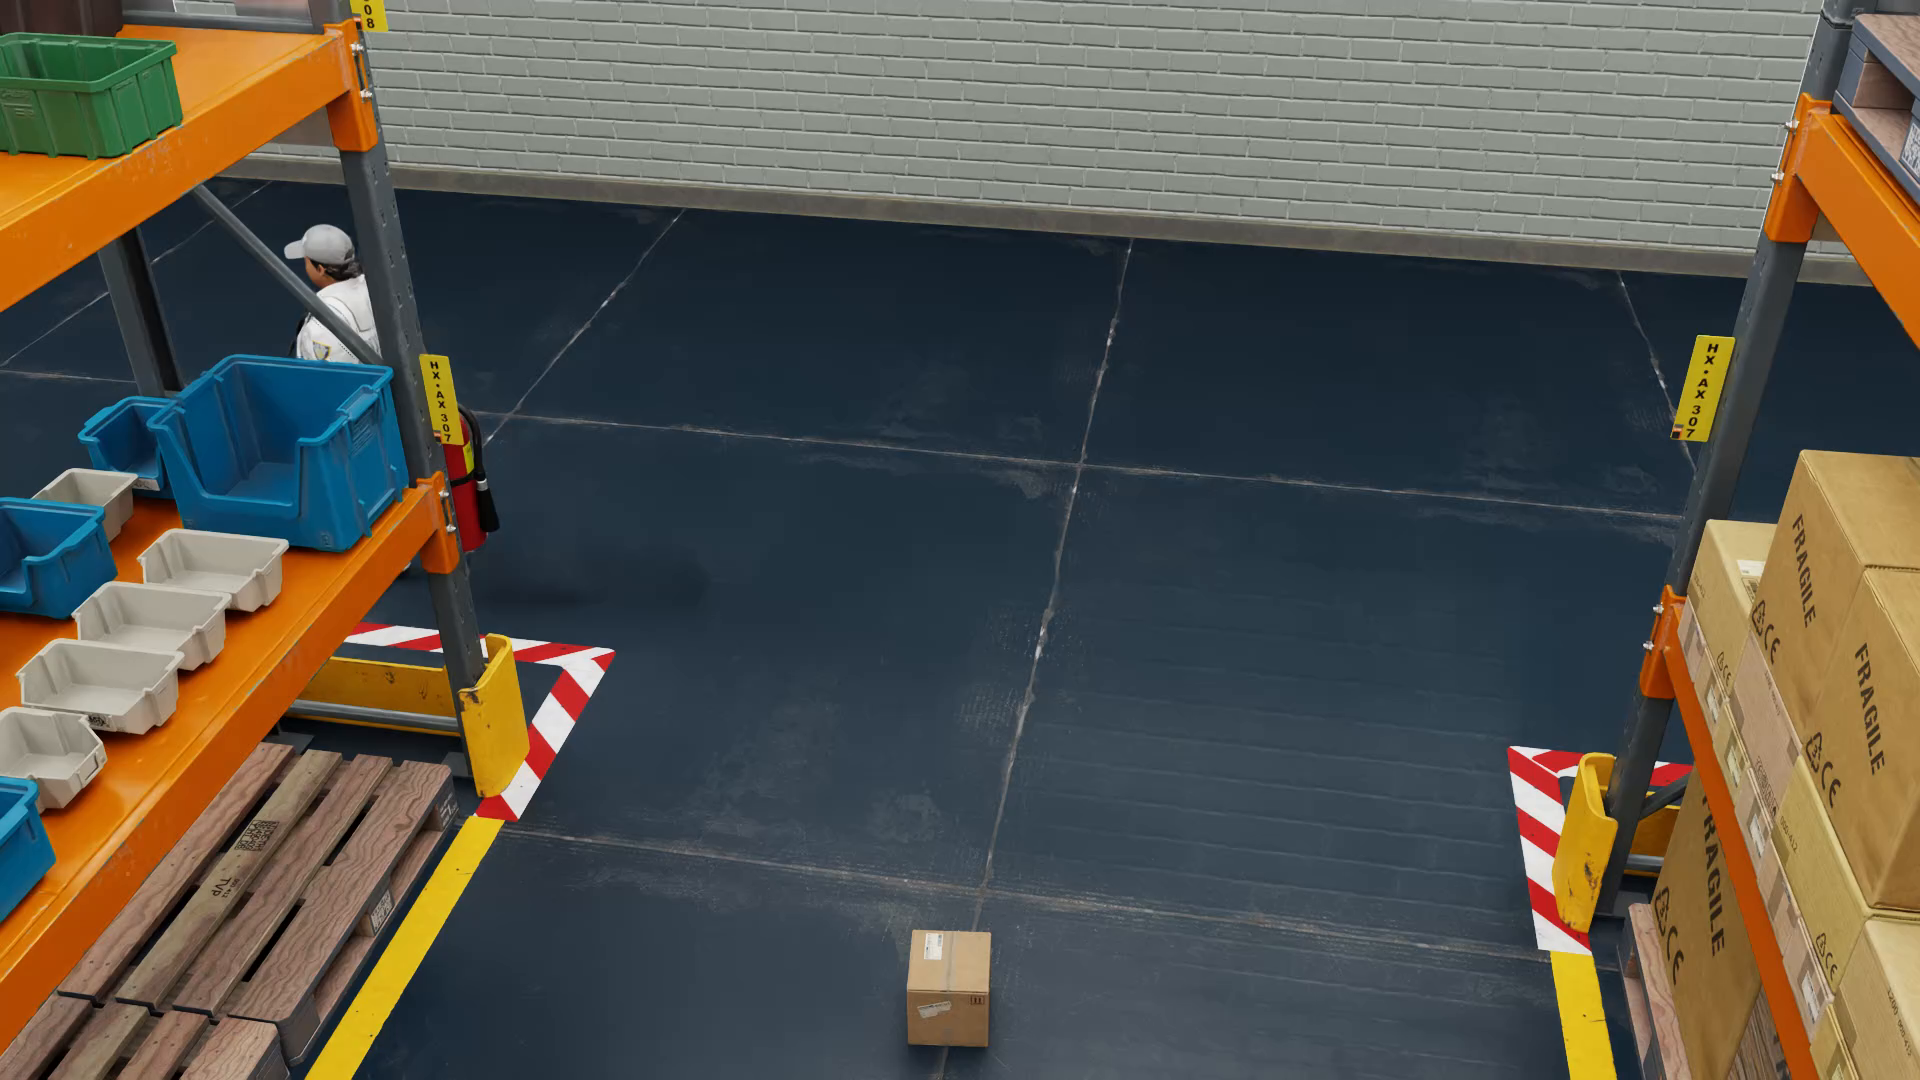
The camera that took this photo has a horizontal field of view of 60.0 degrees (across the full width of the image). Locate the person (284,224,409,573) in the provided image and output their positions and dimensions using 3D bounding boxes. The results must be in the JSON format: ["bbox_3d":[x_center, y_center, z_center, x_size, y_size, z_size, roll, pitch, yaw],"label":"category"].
[{"bbox_3d":[-2.425,-0.524,6.929,0.676,1.644,0.477,4,33,7],"label":"person"}]
